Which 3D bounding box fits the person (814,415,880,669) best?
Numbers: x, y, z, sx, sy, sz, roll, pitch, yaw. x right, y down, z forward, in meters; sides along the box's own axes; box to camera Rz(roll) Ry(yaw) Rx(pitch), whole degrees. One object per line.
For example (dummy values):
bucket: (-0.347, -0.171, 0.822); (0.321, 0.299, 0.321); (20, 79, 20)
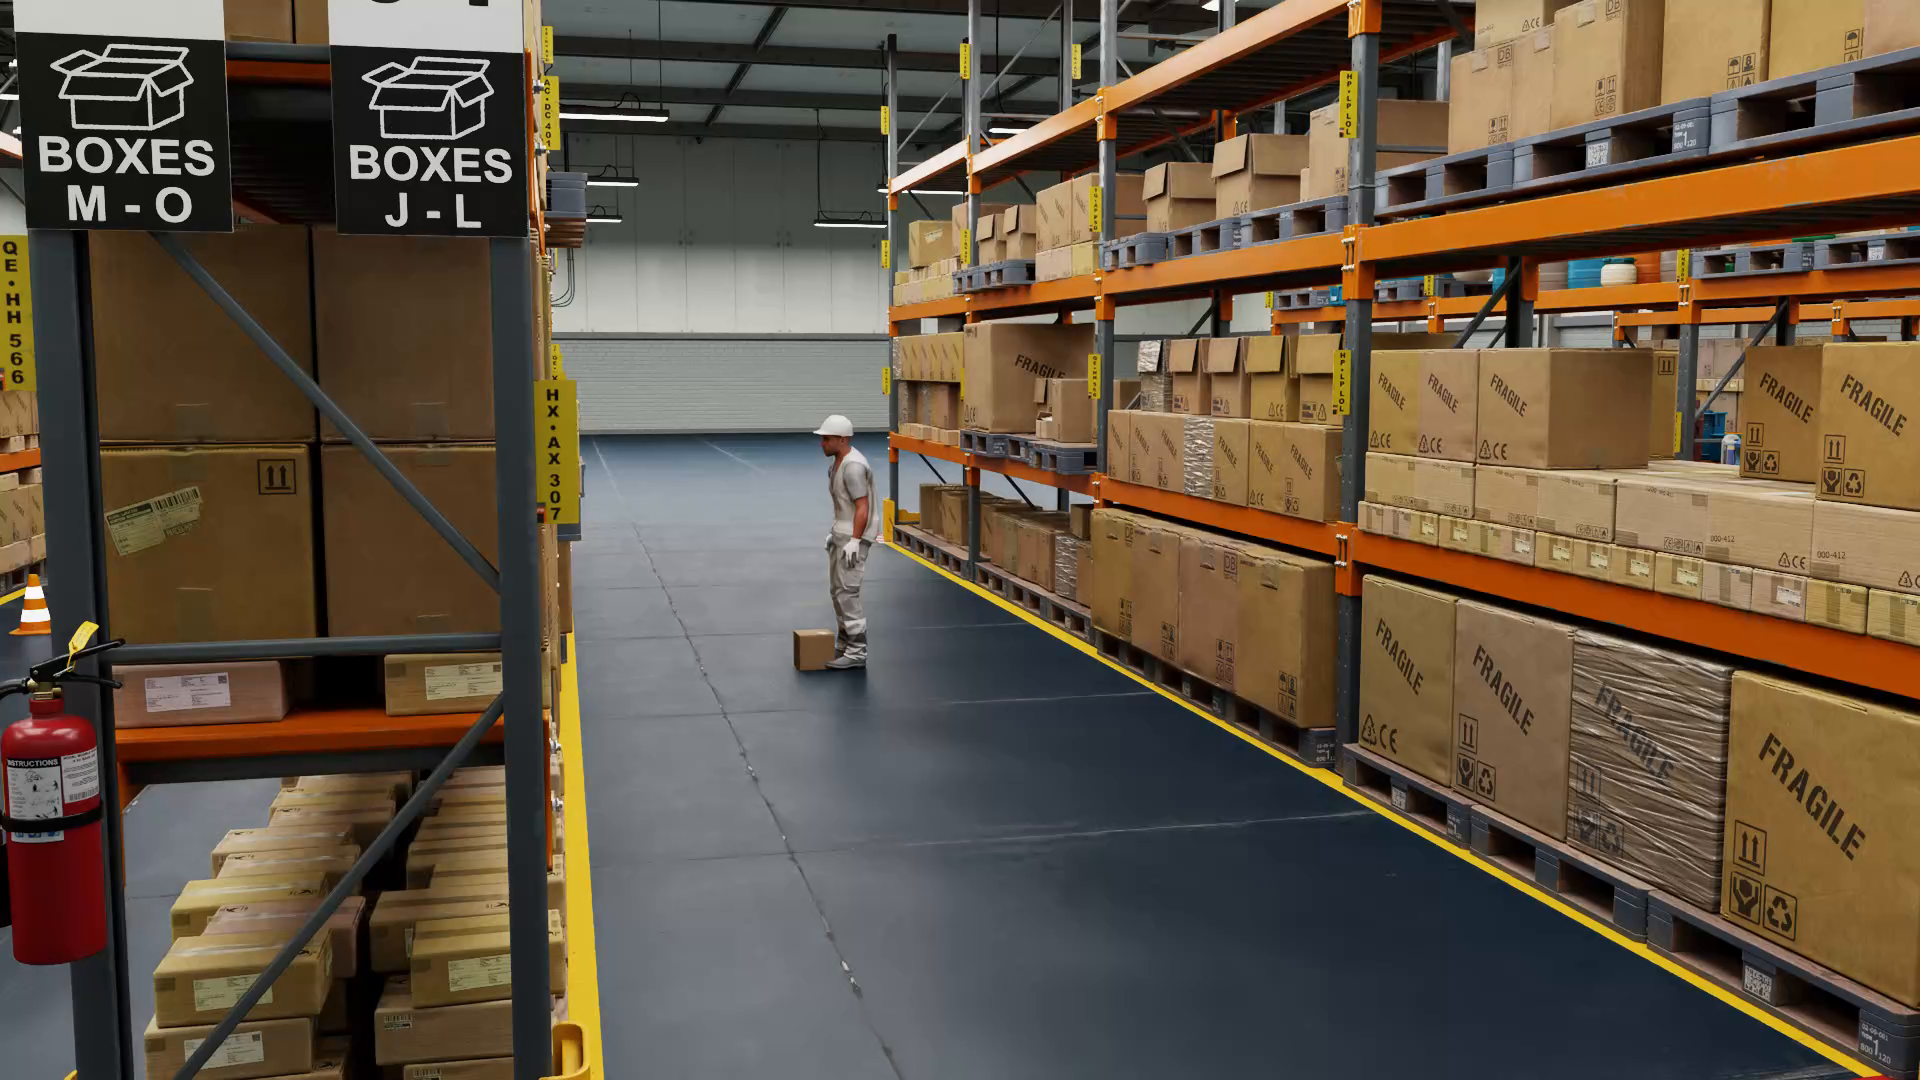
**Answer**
person: (-0.811, 0.011, 11.726); (0.453, 1.778, 0.616); (-2, 6, -17)
